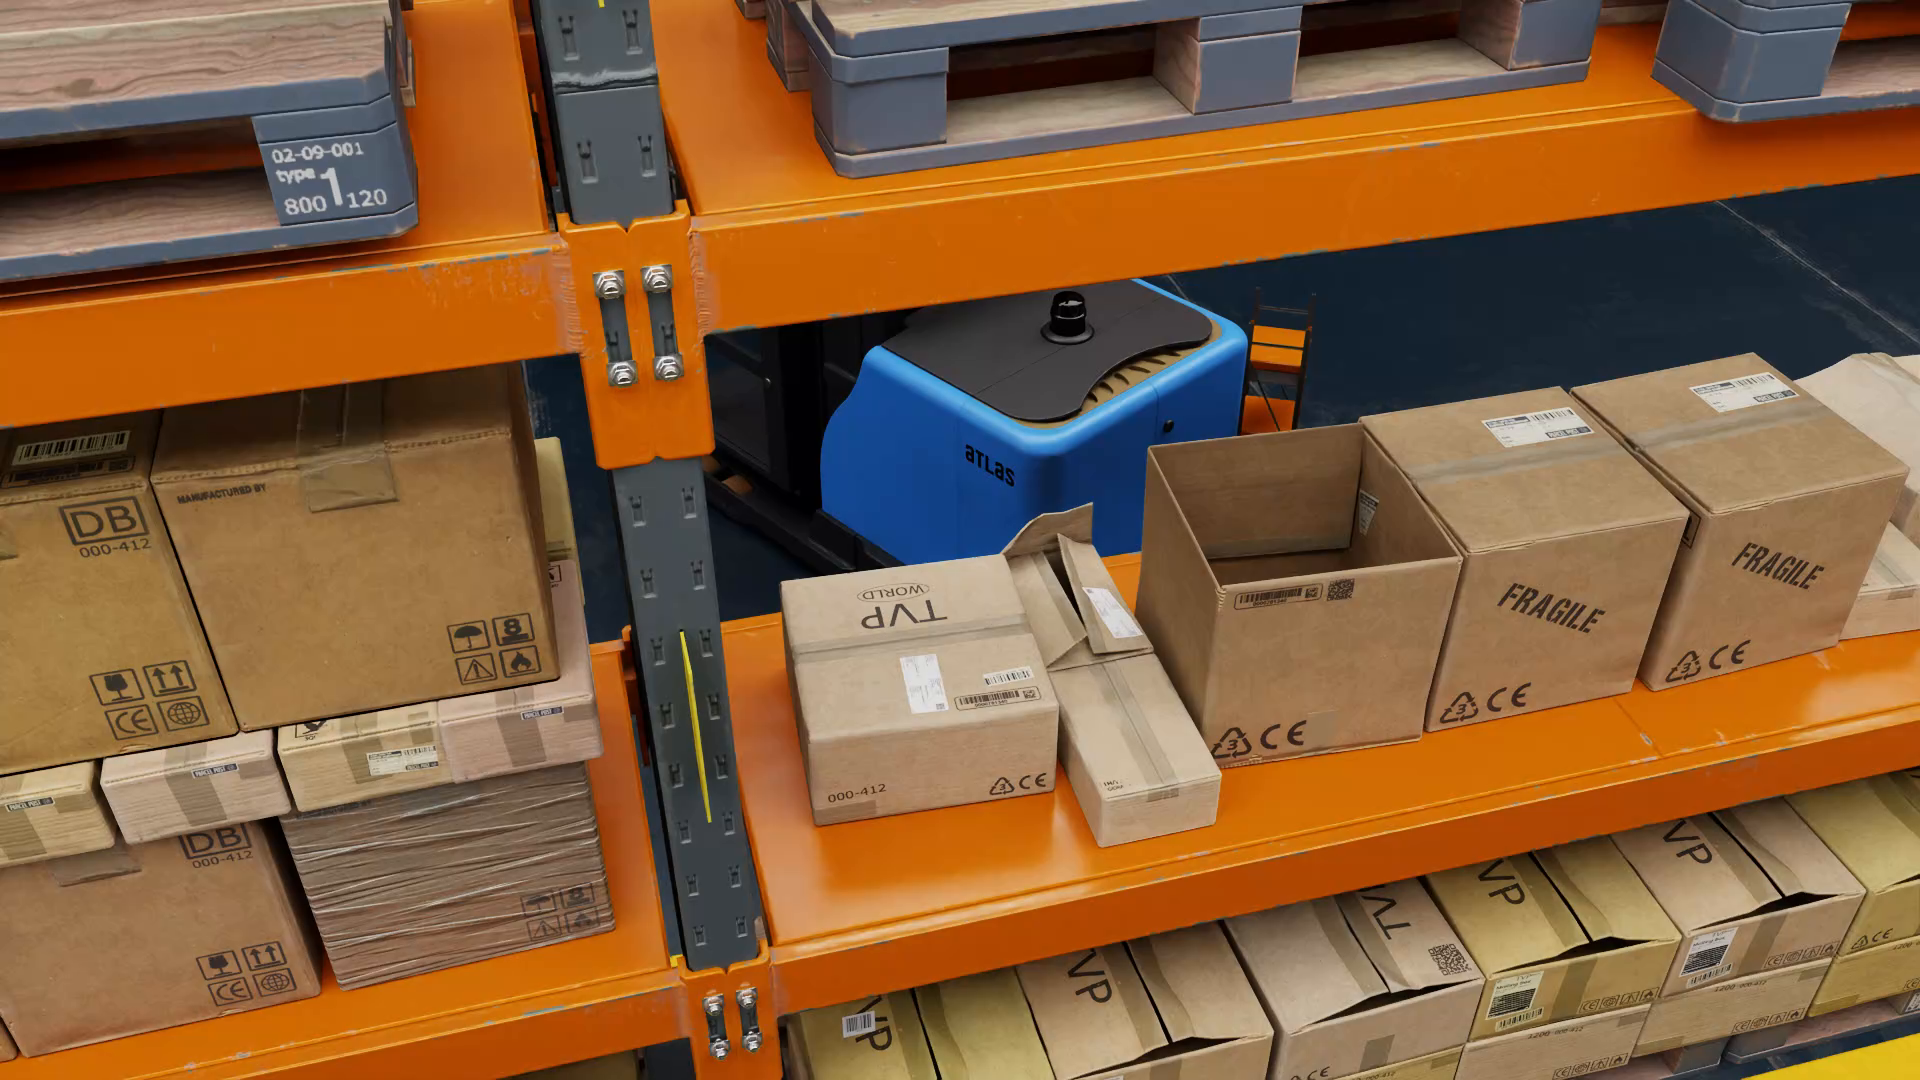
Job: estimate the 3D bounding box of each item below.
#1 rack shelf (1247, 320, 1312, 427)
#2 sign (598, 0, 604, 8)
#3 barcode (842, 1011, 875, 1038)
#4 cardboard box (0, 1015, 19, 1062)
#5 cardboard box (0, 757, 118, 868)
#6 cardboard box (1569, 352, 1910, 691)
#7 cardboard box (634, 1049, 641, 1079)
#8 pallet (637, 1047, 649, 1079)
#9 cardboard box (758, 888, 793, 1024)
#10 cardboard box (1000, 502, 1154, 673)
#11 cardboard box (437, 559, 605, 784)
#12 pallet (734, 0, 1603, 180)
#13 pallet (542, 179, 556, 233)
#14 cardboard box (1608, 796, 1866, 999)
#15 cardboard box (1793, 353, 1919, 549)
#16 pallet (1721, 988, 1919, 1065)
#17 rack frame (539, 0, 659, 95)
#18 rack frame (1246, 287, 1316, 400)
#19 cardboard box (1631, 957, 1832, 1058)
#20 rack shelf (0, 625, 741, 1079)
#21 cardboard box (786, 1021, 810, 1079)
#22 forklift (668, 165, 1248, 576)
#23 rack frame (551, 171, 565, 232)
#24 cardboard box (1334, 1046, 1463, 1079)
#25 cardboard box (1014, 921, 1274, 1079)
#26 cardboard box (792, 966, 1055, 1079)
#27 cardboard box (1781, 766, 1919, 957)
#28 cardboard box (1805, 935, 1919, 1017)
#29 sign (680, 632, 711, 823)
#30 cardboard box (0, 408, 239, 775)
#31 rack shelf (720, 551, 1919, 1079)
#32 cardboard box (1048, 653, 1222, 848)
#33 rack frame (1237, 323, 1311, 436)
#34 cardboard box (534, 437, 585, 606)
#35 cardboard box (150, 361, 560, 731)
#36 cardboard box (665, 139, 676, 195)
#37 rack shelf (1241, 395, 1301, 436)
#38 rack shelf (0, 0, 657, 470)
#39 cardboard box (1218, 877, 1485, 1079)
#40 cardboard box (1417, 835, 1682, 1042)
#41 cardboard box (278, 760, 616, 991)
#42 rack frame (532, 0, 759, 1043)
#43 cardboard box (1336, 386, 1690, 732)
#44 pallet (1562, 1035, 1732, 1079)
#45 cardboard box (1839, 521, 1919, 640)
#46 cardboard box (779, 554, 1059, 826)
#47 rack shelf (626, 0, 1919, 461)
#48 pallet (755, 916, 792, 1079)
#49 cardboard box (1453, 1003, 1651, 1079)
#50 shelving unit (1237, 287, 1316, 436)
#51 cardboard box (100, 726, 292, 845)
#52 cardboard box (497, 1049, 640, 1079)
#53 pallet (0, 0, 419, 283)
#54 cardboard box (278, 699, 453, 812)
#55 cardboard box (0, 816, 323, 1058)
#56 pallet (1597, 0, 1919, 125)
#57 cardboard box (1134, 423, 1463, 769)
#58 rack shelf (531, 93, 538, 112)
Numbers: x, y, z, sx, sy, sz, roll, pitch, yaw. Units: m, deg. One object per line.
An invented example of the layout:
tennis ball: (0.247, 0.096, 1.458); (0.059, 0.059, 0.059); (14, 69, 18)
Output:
rack shelf: (1.074, -0.569, 5.680); (0.215, 0.259, 0.240); (8, 38, 11)
sign: (-0.415, -0.755, 1.809); (0.005, 0.325, 0.100); (-9, 38, -12)
barcode: (-0.206, 0.988, 3.394); (0.075, 0.075, 0.001); (-9, 38, -12)
cardboard box: (-1.981, 0.547, 2.984); (0.500, 0.500, 0.700); (-9, 38, -11)
cardboard box: (-1.513, 0.342, 2.718); (0.250, 0.149, 0.380); (-9, 38, -12)
cardboard box: (1.685, -0.050, 3.765); (0.500, 0.500, 0.500); (-11, 39, -14)
cardboard box: (-1.088, 1.169, 4.171); (0.500, 0.250, 0.500); (-9, 38, -12)
pallet: (-1.340, 1.557, 4.041); (1.213, 0.211, 1.003); (-9, 38, -12)
cardboard box: (-0.236, 1.037, 4.343); (0.500, 0.250, 0.500); (-10, 38, -12)
cardboard box: (0.240, 0.154, 3.690); (0.258, 0.266, 0.396); (-10, 39, -13)
cardboard box: (-0.768, 0.219, 2.879); (0.250, 0.149, 0.380); (-9, 38, -12)
pallet: (0.287, -0.915, 2.666); (1.217, 0.209, 0.805); (-11, 39, -14)
pallet: (-2.495, -1.323, 7.805); (1.213, 0.211, 1.003); (-9, 38, -12)
cardboard box: (1.871, 0.809, 4.180); (0.500, 0.311, 0.500); (-10, 38, -12)
cardboard box: (2.386, -0.222, 4.145); (0.500, 0.311, 0.500); (-10, 38, -12)
pallet: (2.496, 0.929, 4.862); (1.213, 0.211, 1.003); (-9, 38, -12)
rack frame: (-0.561, -2.035, 1.504); (0.127, 3.000, 1.000); (-9, 38, -12)
rack frame: (1.102, -0.424, 5.941); (0.200, 1.050, 0.008); (8, 38, 11)
cardboard box: (1.873, 1.027, 4.355); (0.500, 0.250, 0.500); (-8, 38, -11)
rack shelf: (-2.492, 0.950, 3.131); (4.000, 0.370, 1.077); (-9, 38, -12)
cardboard box: (-0.107, 1.354, 3.928); (0.500, 0.250, 0.500); (-10, 39, -13)
forklift: (-0.433, -1.437, 5.716); (1.130, 2.935, 3.031); (-30, 47, -33)
rack frame: (-1.856, -2.557, 7.124); (0.127, 3.000, 1.000); (-9, 38, -12)
cardboard box: (0.886, 1.191, 4.142); (0.500, 0.250, 0.500); (-10, 39, -13)
cardboard box: (0.387, 1.055, 3.858); (0.500, 0.311, 0.500); (-10, 38, -12)
cardboard box: (-0.097, 1.131, 3.759); (0.500, 0.311, 0.500); (-9, 38, -12)
cardboard box: (2.359, 0.730, 4.282); (0.500, 0.311, 0.500); (-10, 39, -13)
cardboard box: (2.359, 0.950, 4.457); (0.500, 0.250, 0.500); (-10, 38, -12)
sign: (-0.415, 0.298, 2.614); (0.005, 0.325, 0.100); (-9, 38, -12)
cardboard box: (-1.475, -0.052, 2.700); (0.500, 0.500, 0.700); (-9, 38, -12)
rack shelf: (1.370, 0.317, 3.959); (4.000, 0.370, 1.077); (-9, 38, -12)
cardboard box: (0.348, 0.427, 3.430); (0.250, 0.149, 0.380); (-9, 38, -12)
rack frame: (1.046, -0.280, 5.752); (0.200, 1.050, 0.008); (8, 38, 11)
cardboard box: (-0.871, -0.021, 3.192); (0.250, 0.149, 0.380); (-9, 38, -12)
cardboard box: (-0.988, -0.133, 2.805); (0.500, 0.500, 0.700); (-9, 38, -12)
cardboard box: (-1.150, -1.866, 7.915); (0.500, 0.500, 0.700); (-8, 38, -10)
rack shelf: (1.074, -0.344, 5.853); (0.215, 0.259, 0.240); (8, 38, 11)
rack shelf: (-2.492, -0.241, 2.220); (4.000, 0.370, 1.077); (-9, 38, -12)
cardboard box: (0.887, 0.972, 3.966); (0.500, 0.311, 0.500); (-11, 39, -13)
cardboard box: (1.387, 0.887, 4.078); (0.500, 0.311, 0.500); (-8, 38, -11)
cardboard box: (-0.988, 0.382, 3.199); (0.500, 0.500, 0.700); (-10, 39, -13)
rack frame: (-0.561, 0.348, 3.327); (0.127, 3.000, 1.000); (-9, 38, -12)
cardboard box: (1.177, 0.033, 3.656); (0.500, 0.500, 0.500); (-9, 38, -12)
pallet: (1.320, 1.120, 4.612); (1.213, 0.211, 1.003); (-9, 38, -12)
cardboard box: (2.084, 0.049, 3.924); (0.250, 0.149, 0.380); (-7, 38, -9)
cardboard box: (-0.097, 0.304, 3.508); (0.500, 0.250, 0.500); (-7, 38, -9)
rack shelf: (1.370, -0.875, 3.048); (4.000, 0.370, 1.077); (-9, 38, -12)
pallet: (0.140, 1.316, 4.356); (1.213, 0.211, 1.003); (-9, 38, -12)
cardboard box: (1.377, 1.111, 4.247); (0.500, 0.250, 0.500); (-9, 38, -11)
shelving unit: (1.074, -0.352, 5.846); (0.215, 1.050, 0.252); (8, 38, 11)
cardboard box: (-1.259, 0.300, 2.773); (0.250, 0.149, 0.380); (-10, 39, -13)
cardboard box: (-0.952, 1.475, 3.771); (0.500, 0.250, 0.500); (-9, 38, -12)
pallet: (-1.378, -0.658, 2.246); (1.213, 0.211, 1.003); (-9, 38, -12)
cardboard box: (-1.007, 0.257, 2.829); (0.250, 0.149, 0.380); (-10, 39, -13)
cardboard box: (-1.495, 0.469, 3.085); (0.500, 0.500, 0.700); (-10, 38, -12)
pallet: (1.590, -1.063, 2.858); (1.213, 0.211, 1.003); (-8, 38, -10)
cardboard box: (0.693, 0.112, 3.552); (0.500, 0.500, 0.500); (-7, 38, -9)
rack shelf: (-3.787, -1.955, 6.929); (4.000, 0.370, 1.077); (-9, 38, -12)
